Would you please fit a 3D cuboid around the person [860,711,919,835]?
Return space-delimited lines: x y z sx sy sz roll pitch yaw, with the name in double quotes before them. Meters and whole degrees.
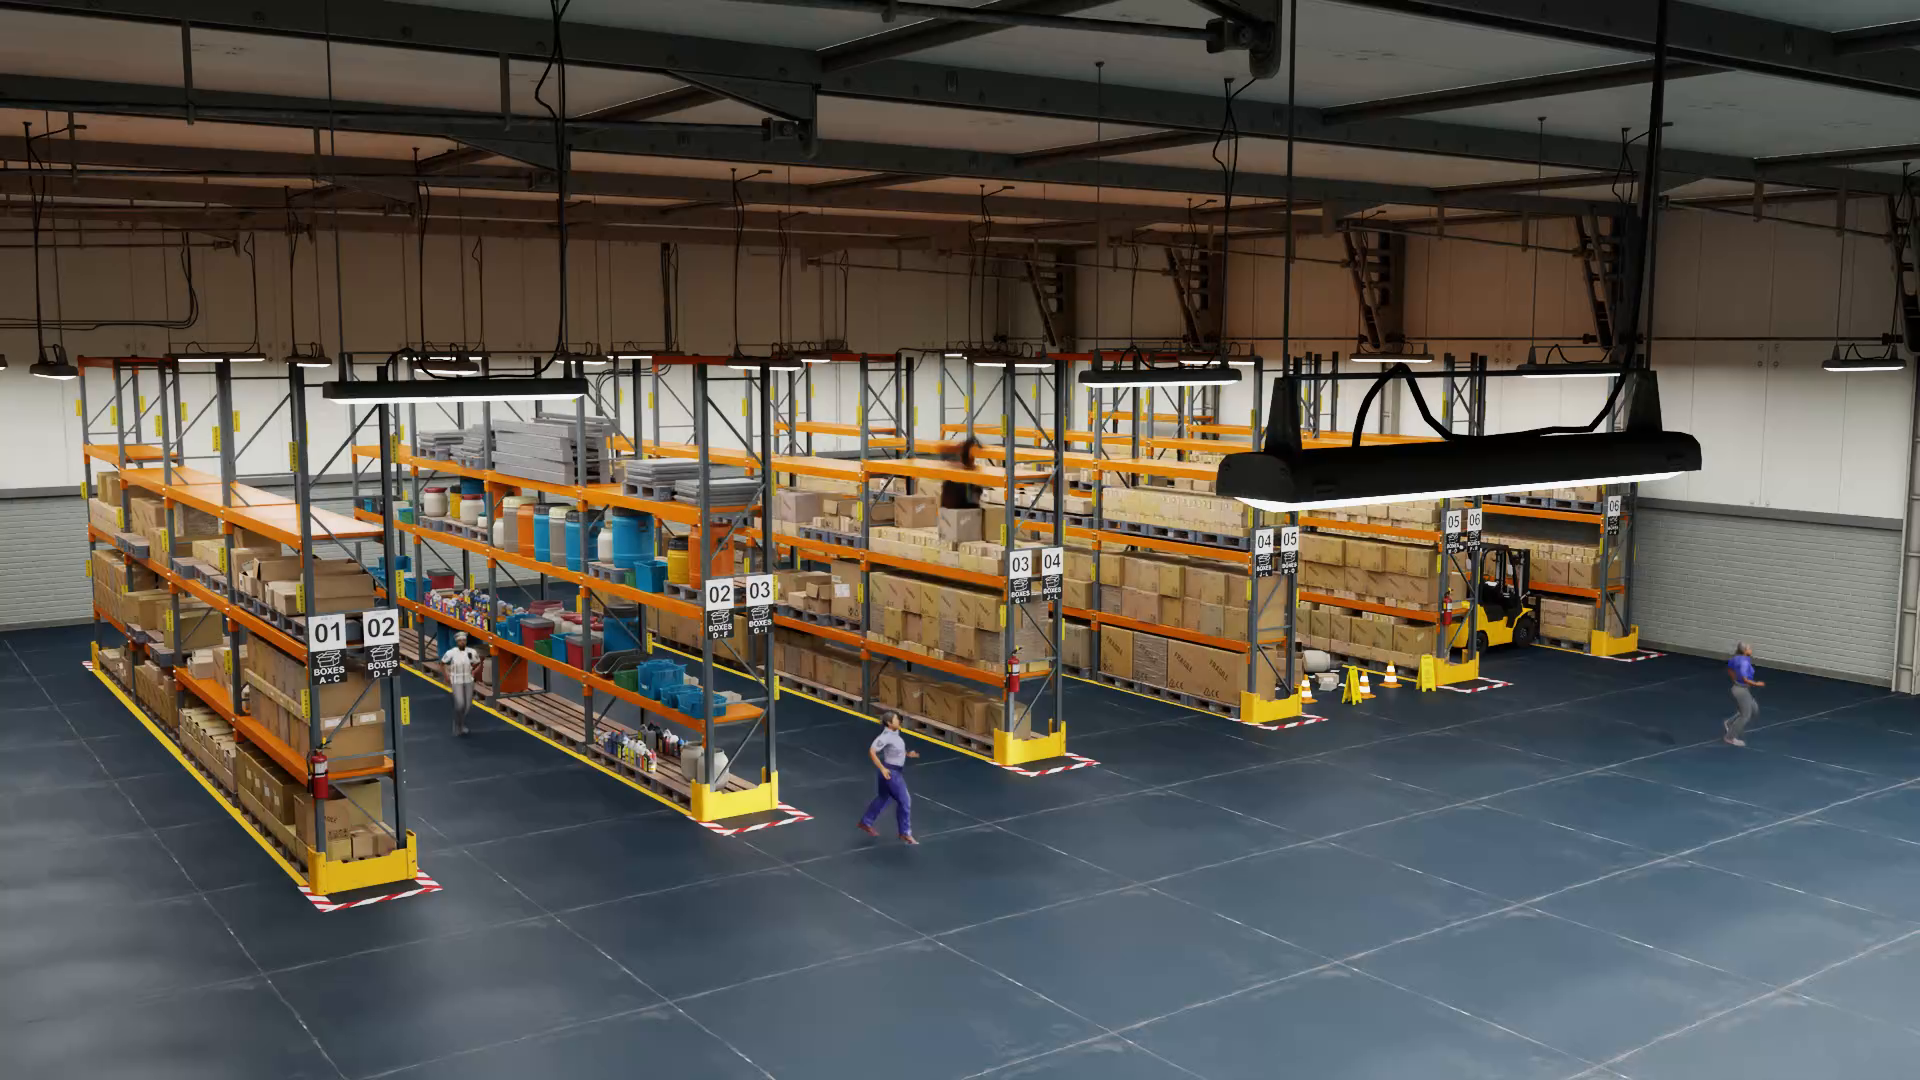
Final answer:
"person" -0.891 2.925 20.896 0.757 1.529 0.592 0 7 1

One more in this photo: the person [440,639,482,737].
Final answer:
"person" -7.920 2.311 26.508 0.634 1.649 0.587 -4 8 -29

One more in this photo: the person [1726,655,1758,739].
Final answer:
"person" 12.232 2.458 25.934 0.474 1.333 0.577 2 7 15
